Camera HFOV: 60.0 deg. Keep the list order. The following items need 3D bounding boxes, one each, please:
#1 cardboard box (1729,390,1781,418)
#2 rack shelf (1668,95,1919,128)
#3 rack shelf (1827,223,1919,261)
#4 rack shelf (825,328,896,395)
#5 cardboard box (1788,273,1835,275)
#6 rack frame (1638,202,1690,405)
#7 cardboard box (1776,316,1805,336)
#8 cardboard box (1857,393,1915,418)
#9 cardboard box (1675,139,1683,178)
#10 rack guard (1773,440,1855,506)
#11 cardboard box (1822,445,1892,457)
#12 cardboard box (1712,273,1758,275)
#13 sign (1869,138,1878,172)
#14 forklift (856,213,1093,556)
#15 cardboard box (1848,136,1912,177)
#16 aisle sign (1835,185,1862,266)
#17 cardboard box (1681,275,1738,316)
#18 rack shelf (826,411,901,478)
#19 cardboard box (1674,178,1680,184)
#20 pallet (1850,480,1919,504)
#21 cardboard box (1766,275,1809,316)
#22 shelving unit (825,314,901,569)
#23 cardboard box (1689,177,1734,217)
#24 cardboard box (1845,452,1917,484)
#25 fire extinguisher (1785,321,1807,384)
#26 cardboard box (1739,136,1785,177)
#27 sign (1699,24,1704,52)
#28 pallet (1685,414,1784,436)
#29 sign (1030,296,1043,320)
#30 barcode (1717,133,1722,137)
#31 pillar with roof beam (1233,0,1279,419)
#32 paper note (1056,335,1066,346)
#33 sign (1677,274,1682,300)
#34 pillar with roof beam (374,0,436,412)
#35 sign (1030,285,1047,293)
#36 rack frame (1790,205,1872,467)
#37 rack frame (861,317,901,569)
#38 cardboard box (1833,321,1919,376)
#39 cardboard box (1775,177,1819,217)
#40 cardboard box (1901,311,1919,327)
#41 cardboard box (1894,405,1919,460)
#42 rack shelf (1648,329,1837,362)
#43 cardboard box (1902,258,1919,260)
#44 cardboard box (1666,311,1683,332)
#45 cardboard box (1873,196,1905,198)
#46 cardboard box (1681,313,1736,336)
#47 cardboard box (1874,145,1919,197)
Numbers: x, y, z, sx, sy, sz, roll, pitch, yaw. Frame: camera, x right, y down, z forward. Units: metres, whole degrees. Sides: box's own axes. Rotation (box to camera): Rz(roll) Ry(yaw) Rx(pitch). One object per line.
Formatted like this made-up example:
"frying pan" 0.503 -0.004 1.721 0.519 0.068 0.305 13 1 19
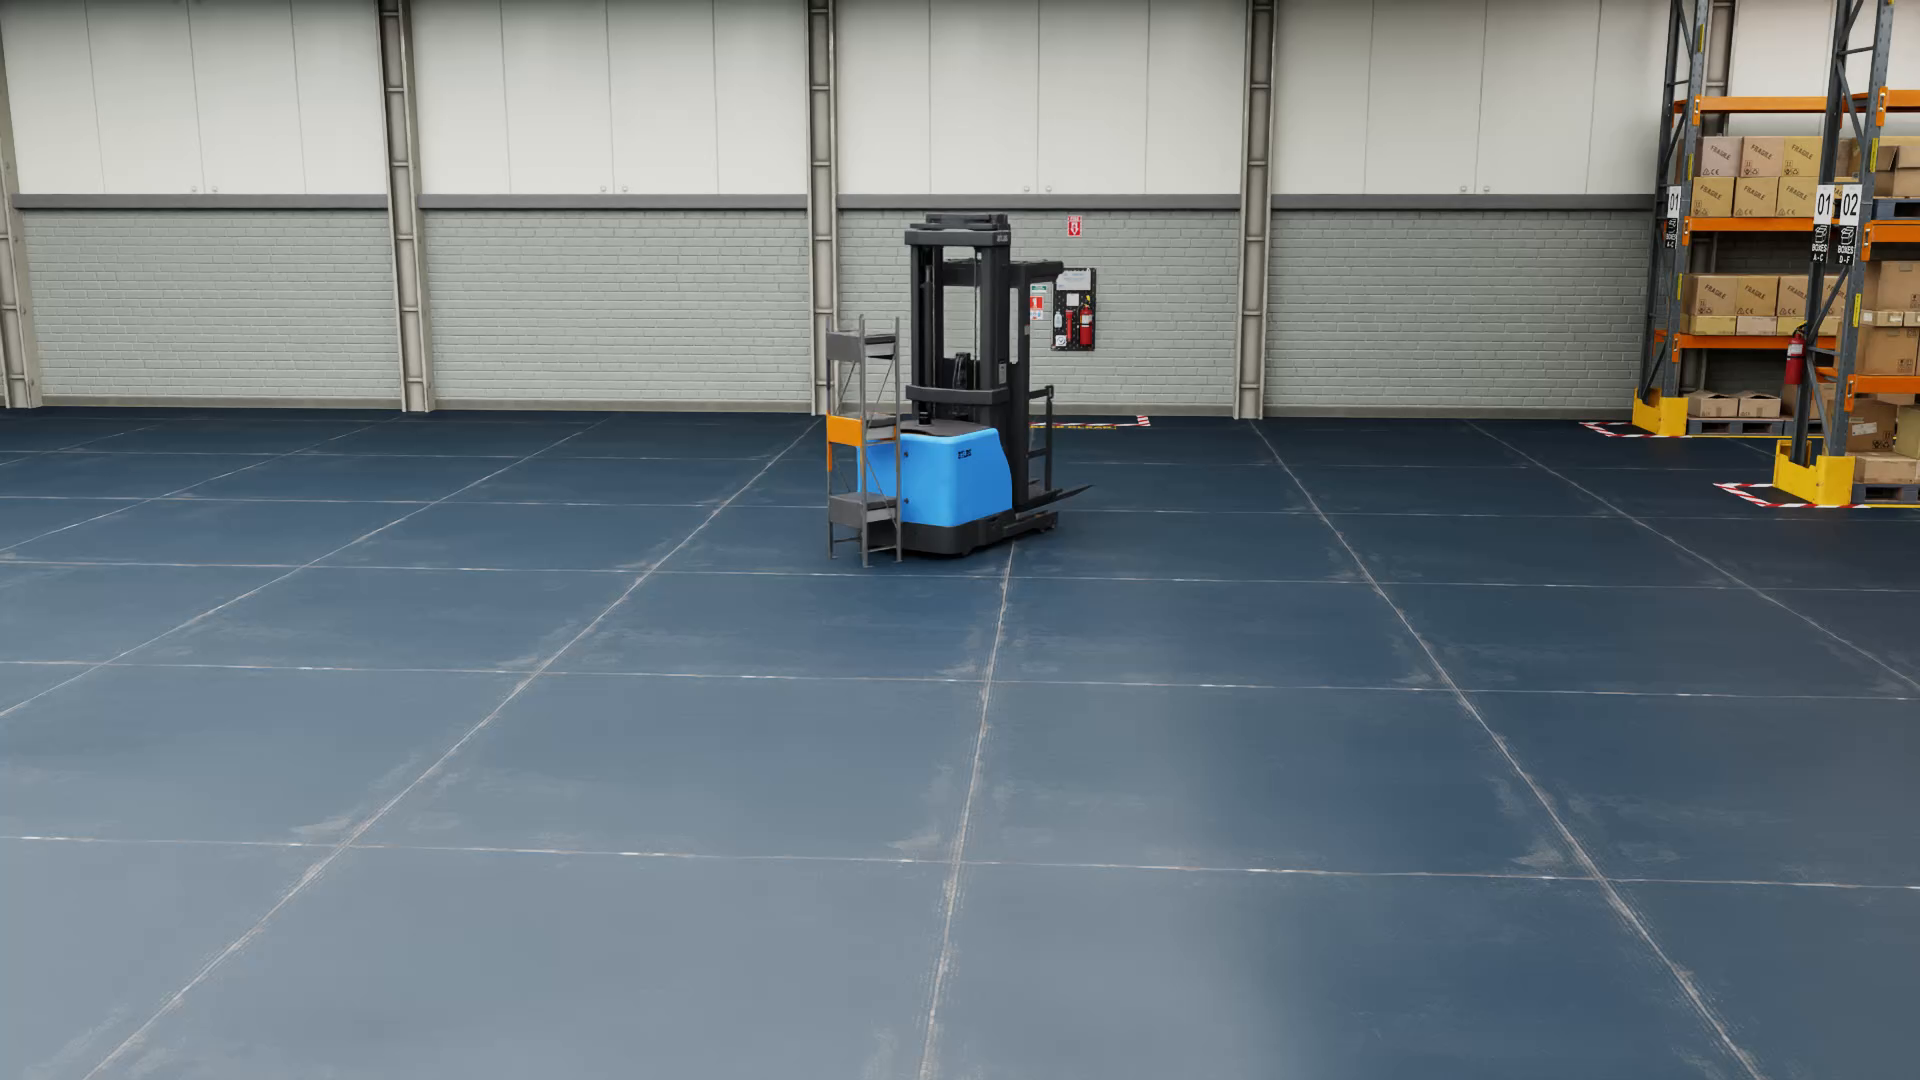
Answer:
"cardboard box" 10.552 -1.814 22.089 0.500 0.311 0.500 2 12 8
"rack shelf" 11.294 -5.506 21.358 4.000 0.370 1.077 1 12 4
"rack shelf" 10.967 -3.027 16.827 4.000 0.370 1.077 1 12 4
"rack shelf" -0.822 -1.522 14.037 0.431 0.518 0.480 -10 15 -40
"cardboard box" 11.303 -3.269 22.037 0.500 0.500 0.500 1 12 5
"rack frame" 9.298 -2.951 22.029 0.127 3.000 1.000 1 12 4
"cardboard box" 10.791 -2.803 21.641 0.500 0.250 0.500 1 12 3
"cardboard box" 12.251 -1.894 22.007 0.500 0.500 0.500 0 12 -1
"cardboard box" 9.746 -5.014 21.834 0.500 0.500 0.500 1 12 6
"rack guard" 8.947 -0.715 17.448 0.348 0.500 1.175 1 12 4
"cardboard box" 9.526 -0.851 17.683 0.500 0.250 0.500 1 12 4
"cardboard box" 10.285 -3.282 22.100 0.500 0.500 0.500 1 12 5
"sign" 8.928 -3.760 16.245 0.005 0.325 0.100 1 12 4
"forklift" 0.274 -1.555 15.524 1.130 2.935 3.031 7 14 31
"cardboard box" 11.702 -4.874 21.163 0.500 0.500 0.500 0 12 2
"aisle sign" 8.885 -3.149 16.630 0.004 0.787 0.394 1 12 4
"cardboard box" 9.755 -3.186 21.641 0.500 0.500 0.500 1 12 4
"rack shelf" -0.823 -0.836 14.178 0.431 0.518 0.480 -10 15 -40
"cardboard box" 9.732 -4.523 21.930 0.500 0.500 0.500 2 12 8
"pallet" 9.737 -0.572 17.467 1.213 0.211 1.003 1 12 4
"cardboard box" 10.762 -3.169 21.559 0.500 0.500 0.500 0 12 2
"shelving unit" -0.823 -0.849 14.175 0.431 2.100 0.503 -10 15 -40
"cardboard box" 9.615 -4.422 21.444 0.500 0.500 0.500 1 12 5
"cardboard box" 9.491 -0.745 17.177 0.500 0.250 0.500 1 12 4
"fire extinguisher" 8.884 -1.997 17.660 0.183 0.674 0.296 1 12 4
"cardboard box" 10.164 -4.895 21.263 0.500 0.500 0.500 1 12 3
"sign" 9.262 -6.272 20.781 0.005 0.325 0.100 1 12 4
"pallet" 10.183 -1.566 22.222 1.213 0.211 1.003 1 12 4
"sign" 1.060 -3.287 23.553 0.234 0.329 0.001 1 12 4
"barcode" 10.040 -5.343 21.990 0.075 0.075 0.001 1 12 4
"pillar with roof beam" 3.780 -5.257 18.402 0.400 9.000 9.100 1 12 4
"paper note" 1.433 -2.827 23.589 0.142 0.148 0.016 1 12 4
"sign" 9.262 -3.263 21.411 0.005 0.325 0.100 1 12 4
"pillar with roof beam" -8.193 -5.421 19.187 0.400 9.000 9.100 1 12 4
"sign" 1.064 -3.545 23.489 0.331 0.109 0.001 1 12 4
"rack frame" 8.971 -1.938 17.191 0.127 3.000 1.000 1 12 4
"rack frame" -0.663 -0.812 13.995 0.400 2.100 0.015 -10 15 -40
"cardboard box" 9.436 -1.978 17.138 0.500 0.500 0.700 1 12 4
"cardboard box" 10.667 -4.401 21.344 0.500 0.500 0.500 1 12 6
"cardboard box" 9.612 -2.252 16.864 0.250 0.149 0.380 0 12 2
"cardboard box" 9.990 -1.106 17.070 0.500 0.500 0.500 1 12 4
"rack shelf" 11.294 -2.571 21.972 4.000 0.370 1.077 1 12 4
"cardboard box" 10.014 -2.607 16.972 0.500 0.500 0.700 0 12 2
"cardboard box" 9.778 -2.920 22.201 0.500 0.250 0.500 1 12 5
"cardboard box" 11.710 -4.389 21.284 0.500 0.500 0.500 0 12 2
"cardboard box" 9.764 -2.815 21.700 0.500 0.250 0.500 0 12 2
"cardboard box" 9.544 -3.723 16.774 0.637 0.503 0.797 2 12 8
